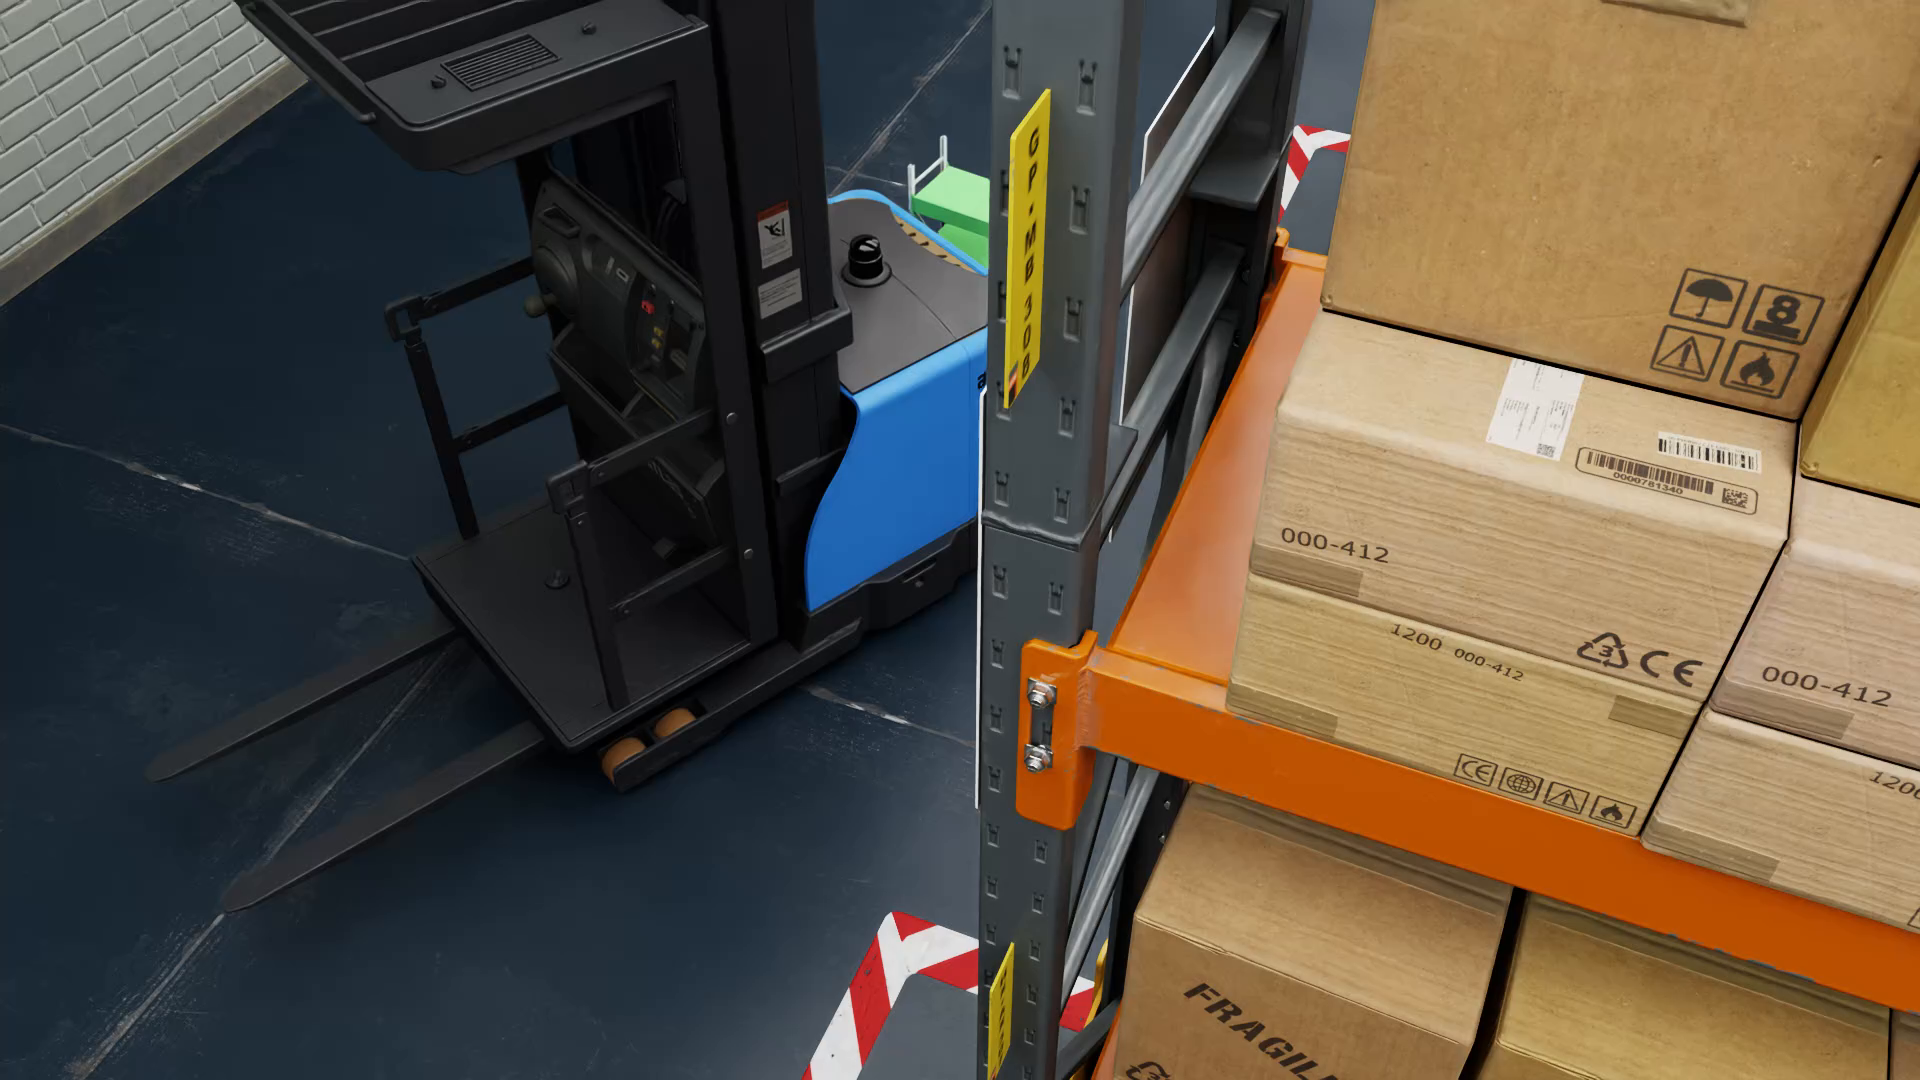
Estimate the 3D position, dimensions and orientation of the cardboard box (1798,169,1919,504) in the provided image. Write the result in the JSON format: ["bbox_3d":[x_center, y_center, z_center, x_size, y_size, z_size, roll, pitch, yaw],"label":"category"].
[{"bbox_3d":[1.185,-0.398,1.616,0.500,0.500,0.700,16,47,16],"label":"cardboard box"}]

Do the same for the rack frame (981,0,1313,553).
[{"bbox_3d":[0.276,-1.391,1.268,0.127,3.000,1.000,16,47,16],"label":"rack frame"}]

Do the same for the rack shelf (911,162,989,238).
[{"bbox_3d":[0.092,-1.172,5.987,0.480,0.148,0.258,23,49,22],"label":"rack shelf"}]

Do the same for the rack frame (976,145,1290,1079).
[{"bbox_3d":[0.276,0.736,3.384,0.127,3.000,1.000,16,47,16],"label":"rack frame"}]

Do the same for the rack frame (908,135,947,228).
[{"bbox_3d":[-0.116,-0.966,6.370,0.015,1.200,0.240,23,49,22],"label":"rack frame"}]

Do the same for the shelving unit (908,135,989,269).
[{"bbox_3d":[0.092,-0.877,6.281,0.503,1.200,0.258,23,49,22],"label":"shelving unit"}]

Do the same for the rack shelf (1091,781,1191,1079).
[{"bbox_3d":[2.122,1.534,3.092,4.000,0.370,1.077,16,47,16],"label":"rack shelf"}]

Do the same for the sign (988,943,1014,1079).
[{"bbox_3d":[0.067,0.782,2.723,0.005,0.325,0.100,16,47,16],"label":"sign"}]

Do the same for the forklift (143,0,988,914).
[{"bbox_3d":[-1.178,-0.653,4.828,3.031,2.935,1.130,-30,52,-27],"label":"forklift"}]

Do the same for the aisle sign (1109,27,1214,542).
[{"bbox_3d":[0.331,-0.404,2.686,0.004,0.787,0.394,16,47,16],"label":"aisle sign"}]

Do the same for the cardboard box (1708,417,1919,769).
[{"bbox_3d":[1.109,-0.002,1.751,0.500,0.250,0.500,16,47,16],"label":"cardboard box"}]

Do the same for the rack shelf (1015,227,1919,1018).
[{"bbox_3d":[2.122,0.471,2.034,4.000,0.370,1.077,16,47,16],"label":"rack shelf"}]

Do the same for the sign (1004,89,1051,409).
[{"bbox_3d":[0.067,-0.284,1.662,0.005,0.325,0.100,16,47,16],"label":"sign"}]

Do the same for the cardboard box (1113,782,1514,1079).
[{"bbox_3d":[0.584,0.638,2.702,0.500,0.500,0.500,18,48,17],"label":"cardboard box"}]

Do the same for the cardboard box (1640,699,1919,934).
[{"bbox_3d":[1.109,0.175,1.927,0.500,0.250,0.500,16,47,16],"label":"cardboard box"}]

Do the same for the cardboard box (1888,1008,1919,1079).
[{"bbox_3d":[1.529,0.914,2.425,0.500,0.500,0.500,17,47,16],"label":"cardboard box"}]

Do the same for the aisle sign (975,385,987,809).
[{"bbox_3d":[0.100,-0.013,2.293,0.004,0.787,0.394,16,47,16],"label":"aisle sign"}]

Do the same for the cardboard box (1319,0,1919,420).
[{"bbox_3d":[0.757,-0.588,1.808,0.500,0.500,0.700,16,47,16],"label":"cardboard box"}]

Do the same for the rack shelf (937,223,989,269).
[{"bbox_3d":[0.092,-1.002,6.156,0.480,0.148,0.258,23,49,22],"label":"rack shelf"}]

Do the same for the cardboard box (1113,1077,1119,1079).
[{"bbox_3d":[0.584,0.993,3.055,0.500,0.500,0.500,17,47,17],"label":"cardboard box"}]

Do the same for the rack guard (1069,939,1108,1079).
[{"bbox_3d":[0.346,1.643,4.245,0.348,0.500,1.175,16,47,16],"label":"rack guard"}]

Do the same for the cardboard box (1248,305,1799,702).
[{"bbox_3d":[0.650,-0.143,1.892,0.500,0.250,0.500,16,47,16],"label":"cardboard box"}]

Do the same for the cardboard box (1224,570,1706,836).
[{"bbox_3d":[0.652,0.031,2.072,0.500,0.250,0.500,16,47,16],"label":"cardboard box"}]

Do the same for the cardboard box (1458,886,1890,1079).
[{"bbox_3d":[1.070,0.775,2.564,0.500,0.500,0.500,17,47,16],"label":"cardboard box"}]
